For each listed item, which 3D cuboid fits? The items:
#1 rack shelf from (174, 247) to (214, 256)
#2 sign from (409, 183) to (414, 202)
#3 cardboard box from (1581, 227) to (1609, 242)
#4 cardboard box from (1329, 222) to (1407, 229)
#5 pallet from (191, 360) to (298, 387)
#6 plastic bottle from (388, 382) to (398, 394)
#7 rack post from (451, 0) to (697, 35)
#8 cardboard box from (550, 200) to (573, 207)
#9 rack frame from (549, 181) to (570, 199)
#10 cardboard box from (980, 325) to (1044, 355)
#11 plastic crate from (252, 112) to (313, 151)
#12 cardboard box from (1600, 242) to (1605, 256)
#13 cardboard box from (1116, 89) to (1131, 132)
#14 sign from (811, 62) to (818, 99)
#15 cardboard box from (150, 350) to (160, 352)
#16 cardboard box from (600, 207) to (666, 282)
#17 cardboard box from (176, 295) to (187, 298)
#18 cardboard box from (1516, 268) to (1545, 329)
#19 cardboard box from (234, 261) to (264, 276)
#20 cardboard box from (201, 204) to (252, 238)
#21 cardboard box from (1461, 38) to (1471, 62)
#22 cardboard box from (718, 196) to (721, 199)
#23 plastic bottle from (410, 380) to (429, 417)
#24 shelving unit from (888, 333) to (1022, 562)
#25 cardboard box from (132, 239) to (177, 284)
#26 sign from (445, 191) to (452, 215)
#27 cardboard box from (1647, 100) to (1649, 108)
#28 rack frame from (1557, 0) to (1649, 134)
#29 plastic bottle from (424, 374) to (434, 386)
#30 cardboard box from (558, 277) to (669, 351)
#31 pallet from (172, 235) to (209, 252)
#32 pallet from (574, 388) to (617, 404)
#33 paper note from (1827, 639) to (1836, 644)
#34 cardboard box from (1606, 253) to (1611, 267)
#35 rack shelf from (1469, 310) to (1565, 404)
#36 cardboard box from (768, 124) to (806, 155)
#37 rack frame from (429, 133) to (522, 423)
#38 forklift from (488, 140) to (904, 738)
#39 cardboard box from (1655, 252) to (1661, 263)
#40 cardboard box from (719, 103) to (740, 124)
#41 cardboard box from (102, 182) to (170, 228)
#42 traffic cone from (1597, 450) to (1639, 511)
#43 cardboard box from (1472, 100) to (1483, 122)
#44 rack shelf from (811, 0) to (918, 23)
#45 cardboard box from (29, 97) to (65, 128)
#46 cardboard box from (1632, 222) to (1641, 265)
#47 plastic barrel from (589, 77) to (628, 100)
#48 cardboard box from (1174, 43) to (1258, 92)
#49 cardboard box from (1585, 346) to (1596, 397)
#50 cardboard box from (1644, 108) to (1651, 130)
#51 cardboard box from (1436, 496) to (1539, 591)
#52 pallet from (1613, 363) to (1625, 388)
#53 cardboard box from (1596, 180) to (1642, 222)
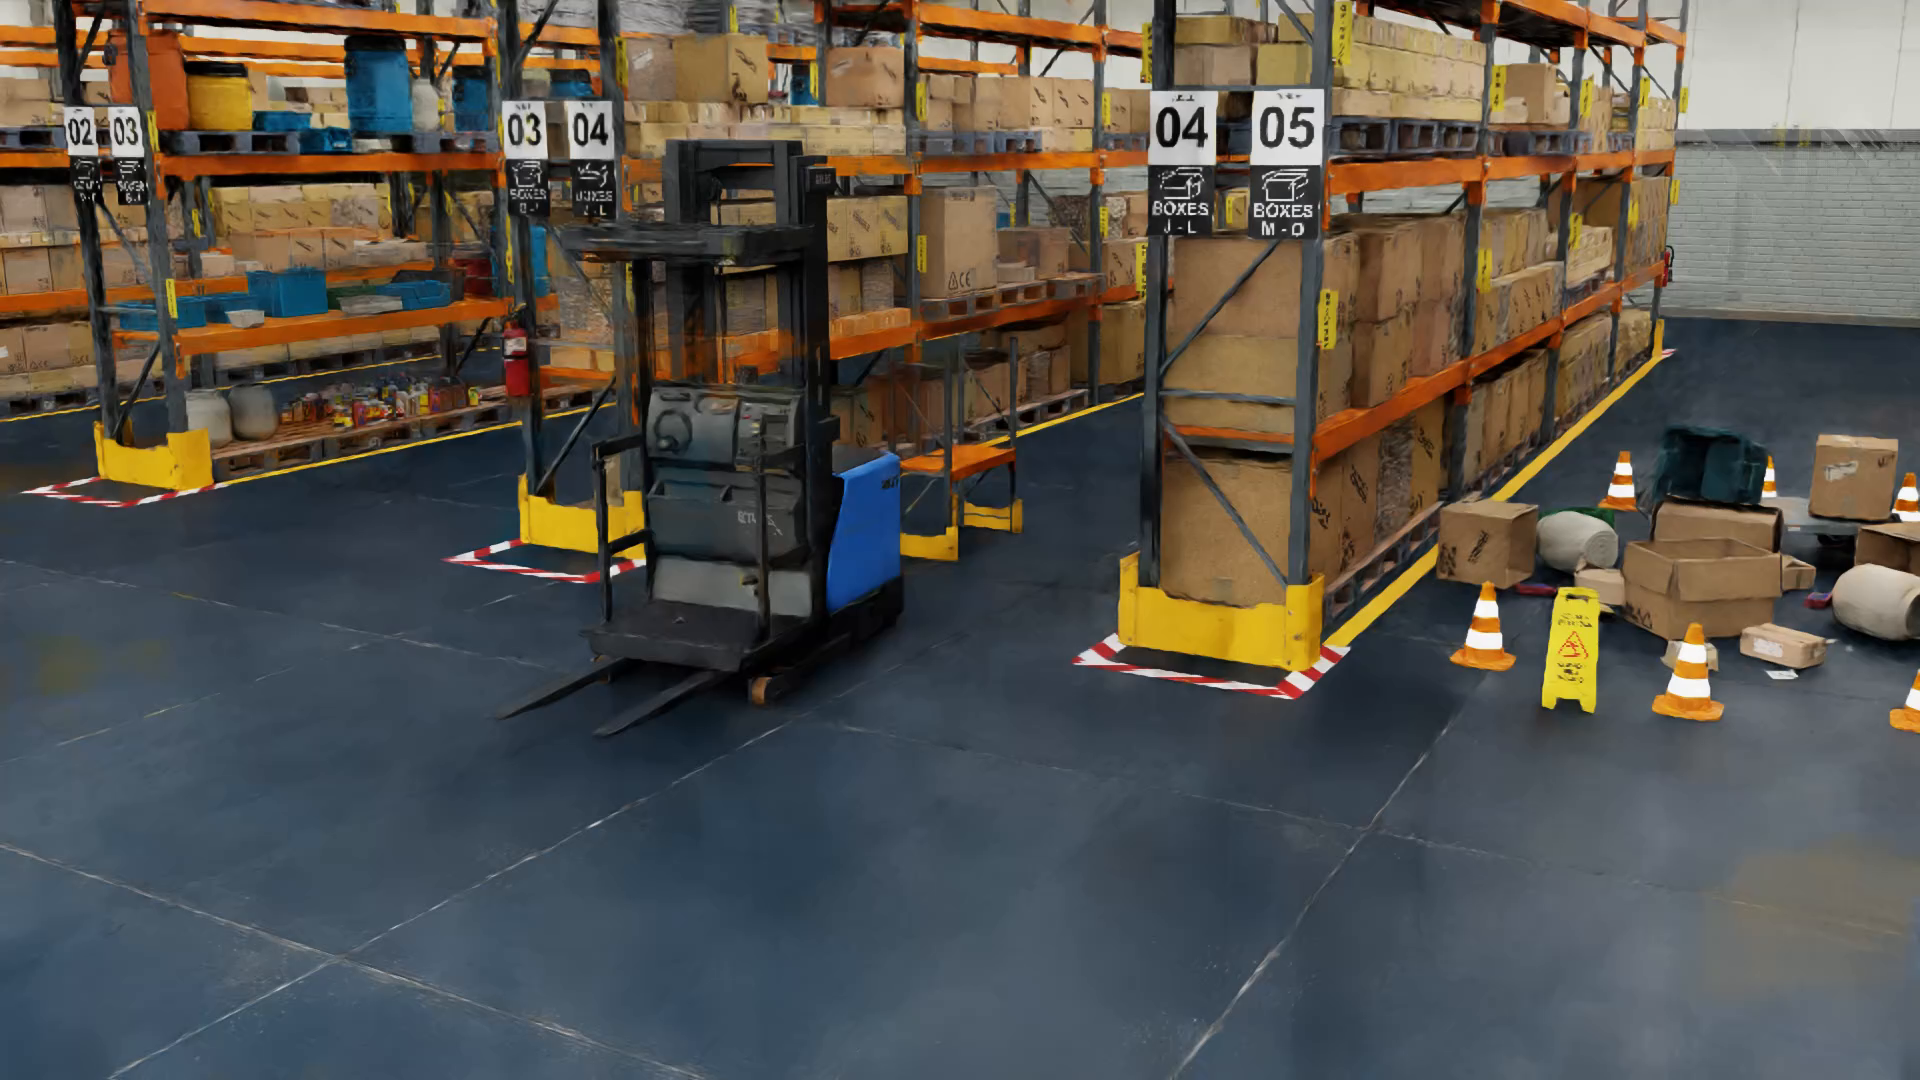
[{"bbox_3d":[-12.867,-3.960,24.095,1.077,0.370,4.000,7,15,28],"label":"rack shelf"},{"bbox_3d":[-9.487,-6.006,28.744,0.100,0.325,0.005,7,15,28],"label":"sign"},{"bbox_3d":[7.182,-3.486,18.964,0.380,0.149,0.250,7,15,26],"label":"cardboard box"},{"bbox_3d":[2.464,-1.829,11.094,0.875,0.550,0.500,7,15,28],"label":"cardboard box"},{"bbox_3d":[-9.174,-2.139,20.956,1.003,0.211,1.213,7,15,28],"label":"pallet"},{"bbox_3d":[-5.879,-1.503,17.249,0.097,0.271,0.097,0,14,0],"label":"plastic bottle"},{"bbox_3d":[-4.285,-6.205,18.643,1.013,1.000,3.121,7,15,28],"label":"rack post"},{"bbox_3d":[-6.330,-5.013,25.818,0.700,0.500,0.500,10,17,37],"label":"cardboard box"},{"bbox_3d":[-8.033,-6.362,32.521,1.000,3.000,0.127,7,15,28],"label":"rack frame"},{"bbox_3d":[0.563,-2.149,17.842,0.500,0.250,0.500,9,16,34],"label":"cardboard box"},{"bbox_3d":[-6.437,-3.832,15.664,0.392,0.384,0.575,7,15,28],"label":"plastic crate"},{"bbox_3d":[7.066,-3.293,18.796,0.380,0.149,0.250,8,16,30],"label":"cardboard box"},{"bbox_3d":[1.680,-5.068,19.646,0.500,0.500,0.500,8,16,31],"label":"cardboard box"},{"bbox_3d":[-1.313,-4.179,15.125,0.100,0.325,0.005,7,15,28],"label":"sign"},{"bbox_3d":[-9.985,-2.146,20.005,0.500,0.250,0.500,7,15,28],"label":"cardboard box"},{"bbox_3d":[-2.255,-2.157,12.098,0.500,0.500,0.500,7,15,28],"label":"cardboard box"},{"bbox_3d":[-12.203,-3.565,25.317,0.700,0.500,0.500,8,16,29],"label":"cardboard box"},{"bbox_3d":[4.934,-2.175,14.942,0.500,0.500,0.500,7,15,27],"label":"cardboard box"},{"bbox_3d":[-8.889,-3.376,20.672,0.380,0.149,0.250,7,15,28],"label":"cardboard box"},{"bbox_3d":[-11.441,-4.994,25.957,0.500,0.500,0.500,8,16,30],"label":"cardboard box"},{"bbox_3d":[3.325,-3.395,11.542,0.380,0.149,0.250,7,15,28],"label":"cardboard box"},{"bbox_3d":[-4.408,-5.897,28.248,0.500,0.500,0.500,8,16,30],"label":"cardboard box"},{"bbox_3d":[-5.469,-1.433,16.790,0.144,0.351,0.185,7,15,28],"label":"plastic bottle"},{"bbox_3d":[-0.037,-0.713,12.293,0.587,1.500,1.083,7,15,28],"label":"shelving unit"},{"bbox_3d":[-9.705,-3.296,19.592,0.700,0.500,0.500,7,15,27],"label":"cardboard box"},{"bbox_3d":[-7.075,-4.660,22.994,0.100,0.325,0.005,7,15,28],"label":"sign"},{"bbox_3d":[8.192,-5.343,20.296,0.380,0.149,0.250,7,15,26],"label":"cardboard box"},{"bbox_3d":[7.335,-6.191,19.013,1.000,3.000,0.127,7,15,28],"label":"rack frame"},{"bbox_3d":[-5.699,-1.649,17.856,0.097,0.271,0.097,0,14,0],"label":"plastic bottle"},{"bbox_3d":[-2.470,-1.698,12.330,0.875,0.500,0.500,7,15,28],"label":"cardboard box"},{"bbox_3d":[-12.152,-4.469,25.079,1.213,0.211,1.003,7,15,28],"label":"pallet"},{"bbox_3d":[-4.227,-1.838,19.709,1.003,0.211,1.213,7,15,28],"label":"pallet"},{"bbox_3d":[5.172,0.600,10.006,0.142,0.019,0.148,-12,18,-40],"label":"paper note"},{"bbox_3d":[7.316,-3.253,19.266,0.380,0.149,0.250,7,15,27],"label":"cardboard box"},{"bbox_3d":[4.434,-1.694,14.695,1.077,0.370,4.000,7,15,28],"label":"rack shelf"},{"bbox_3d":[-1.566,-3.165,13.183,0.500,0.250,0.500,8,16,30],"label":"cardboard box"},{"bbox_3d":[-5.162,-2.777,17.653,1.000,3.000,0.127,7,15,28],"label":"rack frame"},{"bbox_3d":[-1.387,-0.647,8.964,1.130,2.935,3.031,6,15,22],"label":"forklift"},{"bbox_3d":[9.358,-3.874,22.740,0.380,0.149,0.250,7,15,28],"label":"cardboard box"},{"bbox_3d":[-1.885,-3.210,12.517,0.380,0.149,0.250,7,15,28],"label":"cardboard box"},{"bbox_3d":[-9.705,-3.927,19.440,0.700,0.500,0.500,7,15,28],"label":"cardboard box"},{"bbox_3d":[5.437,-0.504,13.637,0.336,0.463,0.334,7,15,28],"label":"traffic cone"},{"bbox_3d":[3.571,-3.111,12.065,0.380,0.149,0.250,7,15,28],"label":"cardboard box"},{"bbox_3d":[-1.793,-4.371,13.005,1.077,0.370,4.000,7,15,28],"label":"rack shelf"},{"bbox_3d":[-12.903,-5.967,23.374,0.500,0.500,0.500,7,15,26],"label":"cardboard box"},{"bbox_3d":[8.028,-3.643,20.397,0.500,0.500,0.500,7,15,28],"label":"cardboard box"},{"bbox_3d":[-4.131,-4.987,19.502,0.600,0.830,0.708,7,15,28],"label":"plastic barrel"},{"bbox_3d":[1.526,-2.727,9.622,0.500,0.250,0.500,8,16,29],"label":"cardboard box"},{"bbox_3d":[6.697,-1.873,18.341,0.500,0.500,0.500,7,15,27],"label":"cardboard box"},{"bbox_3d":[8.023,-5.076,20.043,0.500,0.250,0.500,7,15,28],"label":"cardboard box"},{"bbox_3d":[3.615,0.015,11.398,0.500,0.500,0.500,11,17,38],"label":"cardboard box"},{"bbox_3d":[7.628,-2.061,20.631,1.003,0.211,1.213,7,15,28],"label":"pallet"},{"bbox_3d":[8.003,-4.127,20.270,0.500,0.500,0.500,7,15,26],"label":"cardboard box"}]
